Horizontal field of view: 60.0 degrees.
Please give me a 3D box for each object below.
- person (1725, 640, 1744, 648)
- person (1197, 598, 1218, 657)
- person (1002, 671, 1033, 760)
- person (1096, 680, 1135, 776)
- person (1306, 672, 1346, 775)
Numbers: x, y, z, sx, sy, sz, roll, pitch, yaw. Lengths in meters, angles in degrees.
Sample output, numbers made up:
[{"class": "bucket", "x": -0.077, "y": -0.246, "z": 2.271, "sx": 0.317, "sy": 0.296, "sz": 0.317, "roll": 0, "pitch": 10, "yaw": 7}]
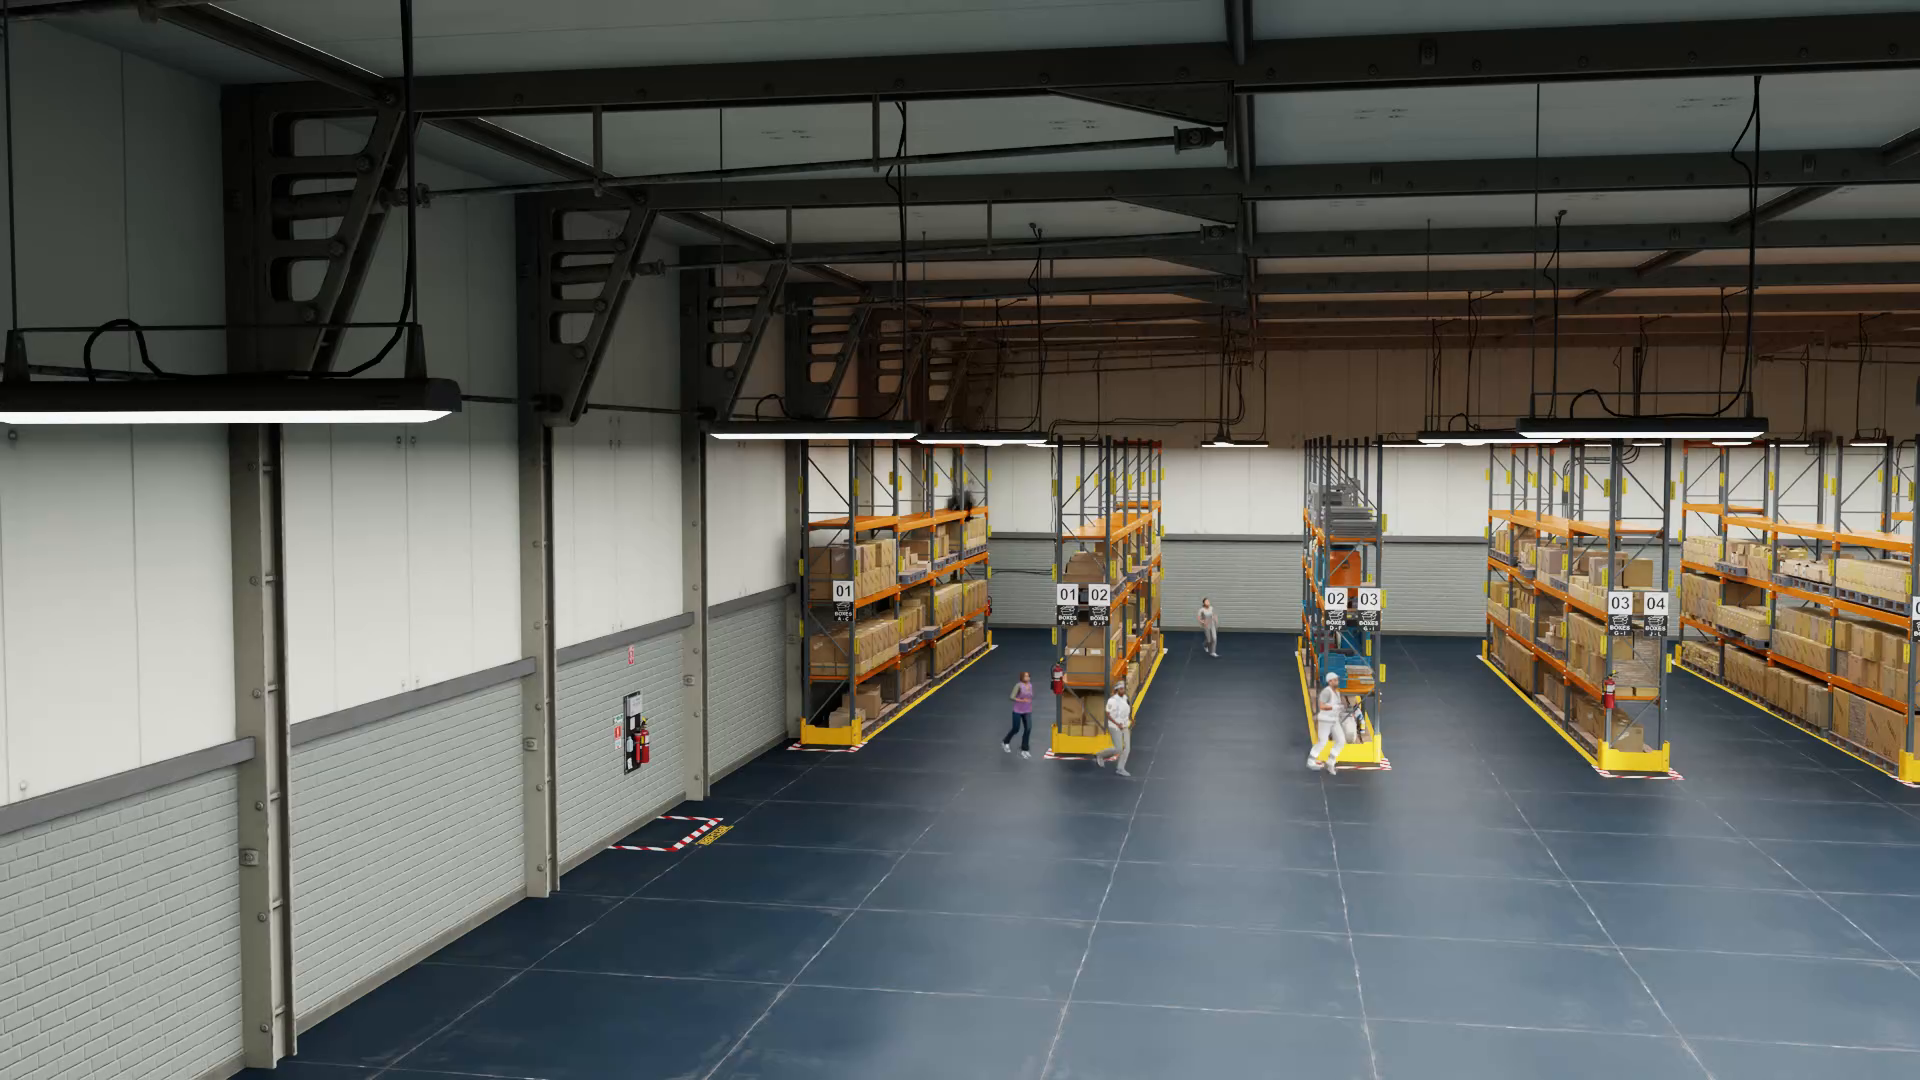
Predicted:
[{"class": "person", "x": 21.215, "y": 2.374, "z": 45.599, "sx": 0.832, "sy": 1.802, "sz": 0.655, "roll": 1, "pitch": 3, "yaw": 17}, {"class": "person", "x": 6.887, "y": 2.420, "z": 46.341, "sx": 0.599, "sy": 1.611, "sz": 0.657, "roll": -1, "pitch": 3, "yaw": -18}, {"class": "person", "x": 1.150, "y": 3.240, "z": 31.091, "sx": 0.547, "sy": 1.612, "sz": 0.803, "roll": -2, "pitch": 4, "yaw": -32}, {"class": "person", "x": 2.780, "y": 3.308, "z": 29.443, "sx": 0.581, "sy": 1.686, "sz": 0.658, "roll": -3, "pitch": 4, "yaw": -43}, {"class": "person", "x": 6.558, "y": 3.252, "z": 29.439, "sx": 0.652, "sy": 1.822, "sz": 0.729, "roll": -3, "pitch": 4, "yaw": -44}]
